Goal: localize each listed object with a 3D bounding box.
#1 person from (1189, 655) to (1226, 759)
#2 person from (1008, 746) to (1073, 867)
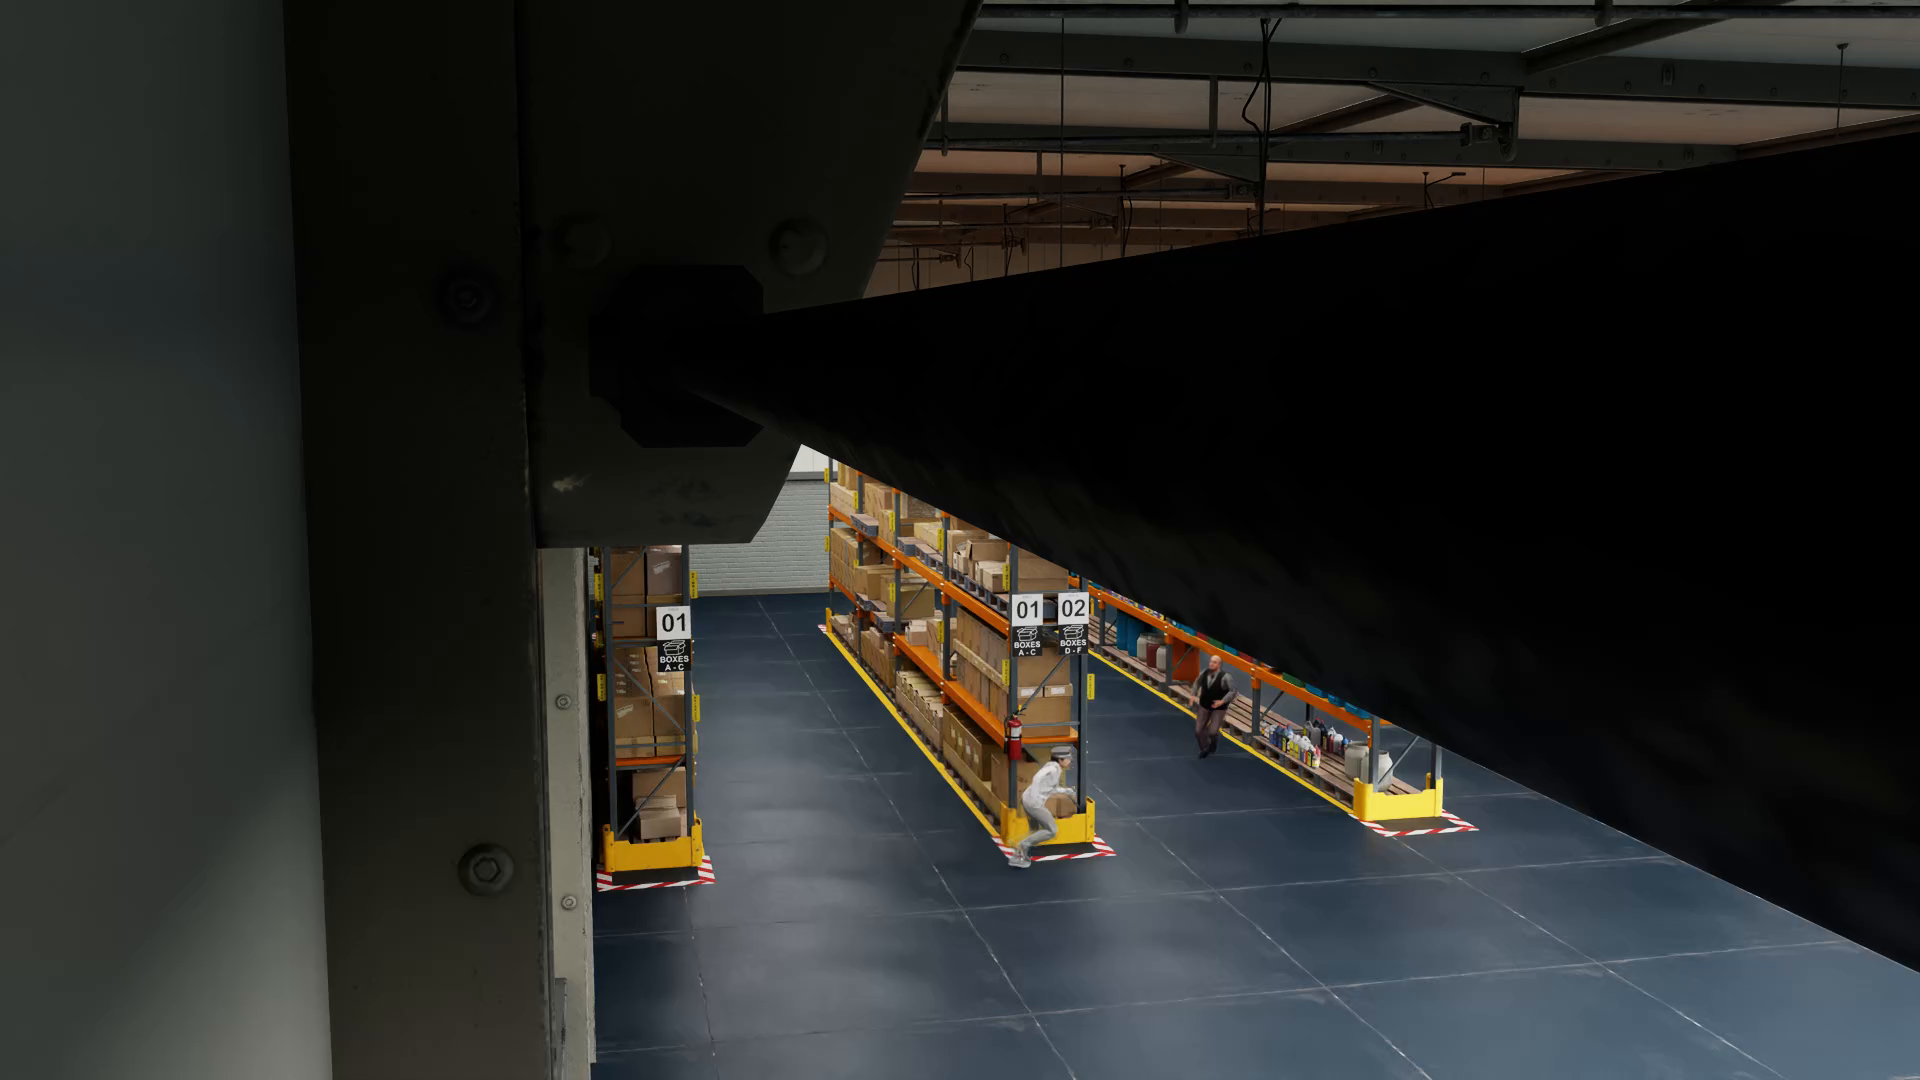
[{"bbox_3d":[3.806,2.546,25.283,0.605,1.629,0.523,3,7,25],"label":"person"},{"bbox_3d":[0.969,3.220,20.033,0.770,1.495,0.381,0,7,1],"label":"person"}]
